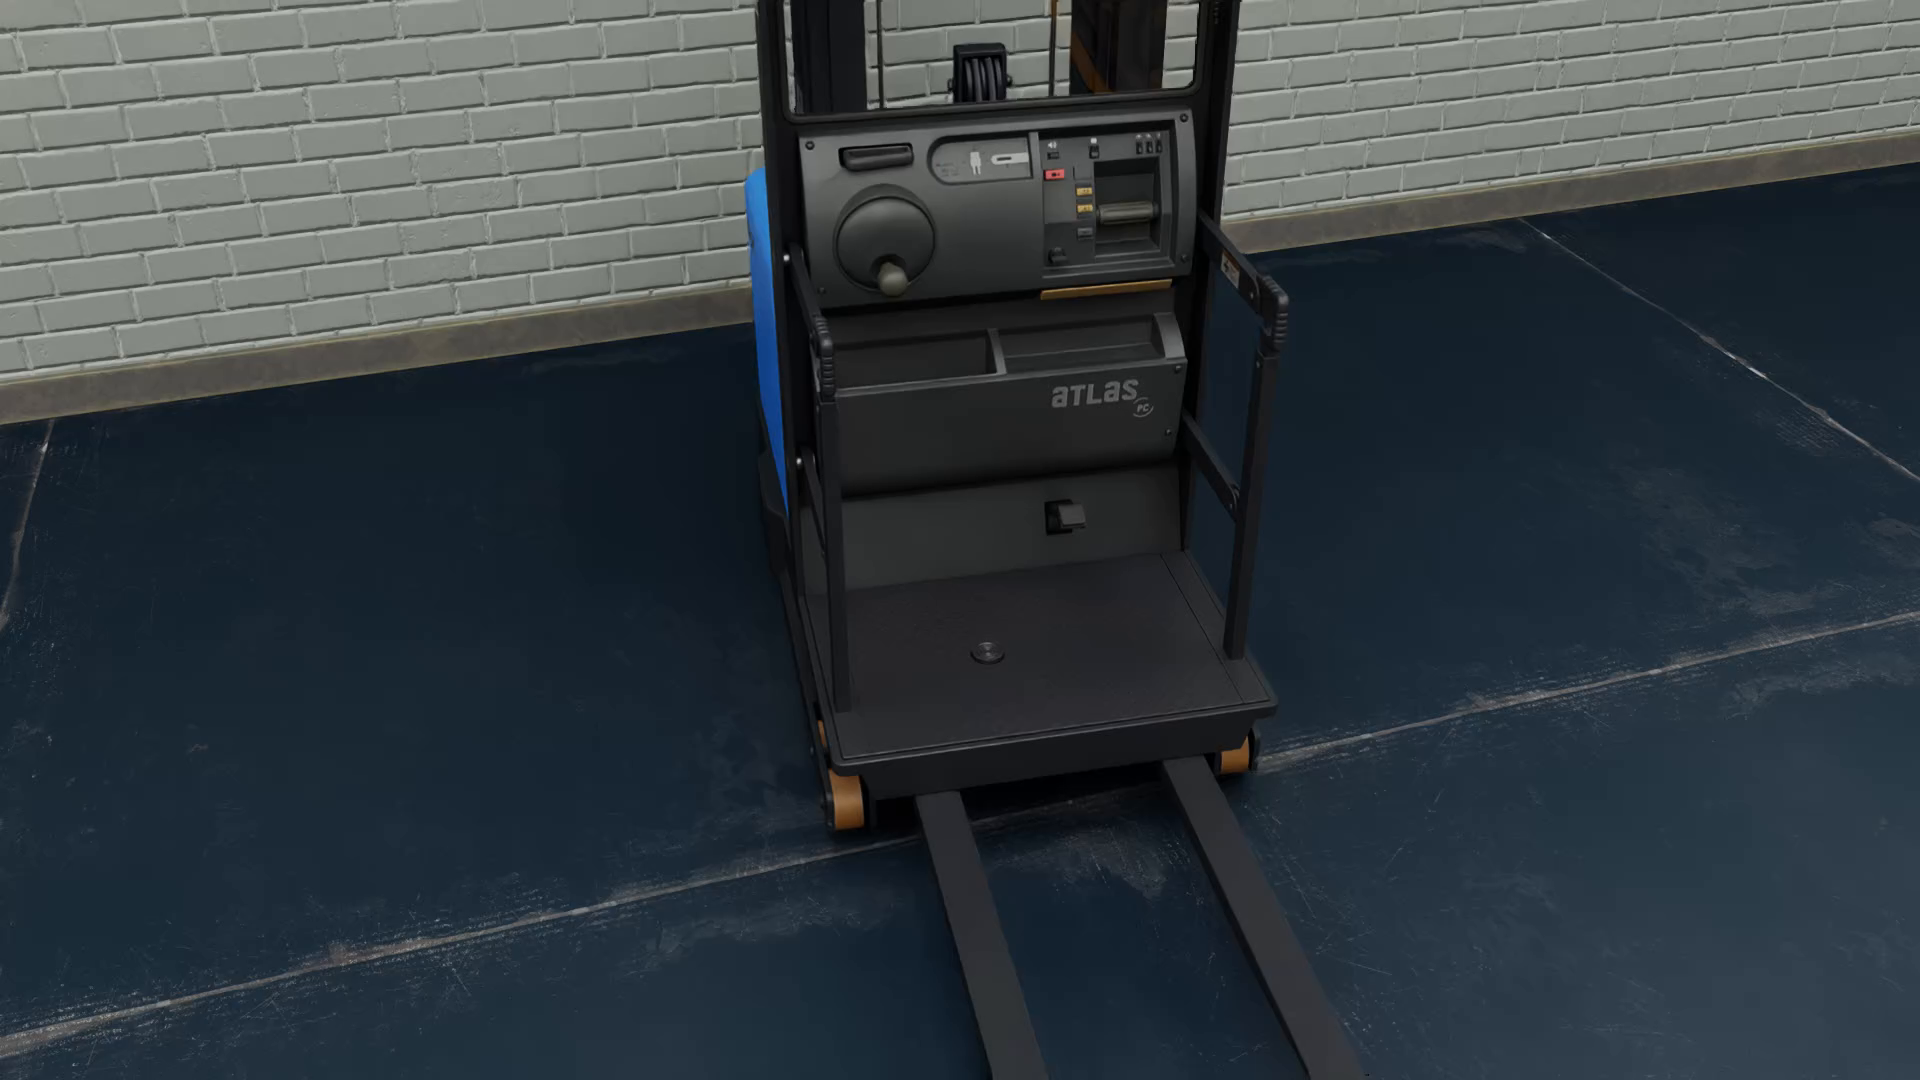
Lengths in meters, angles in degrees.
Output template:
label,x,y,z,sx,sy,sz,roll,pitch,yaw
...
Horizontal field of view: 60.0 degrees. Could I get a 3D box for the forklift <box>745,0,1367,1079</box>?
label,x,y,z,sx,sy,sz,roll,pitch,yaw
forklift,0.144,-0.724,3.687,1.130,2.935,3.031,-7,34,-10
